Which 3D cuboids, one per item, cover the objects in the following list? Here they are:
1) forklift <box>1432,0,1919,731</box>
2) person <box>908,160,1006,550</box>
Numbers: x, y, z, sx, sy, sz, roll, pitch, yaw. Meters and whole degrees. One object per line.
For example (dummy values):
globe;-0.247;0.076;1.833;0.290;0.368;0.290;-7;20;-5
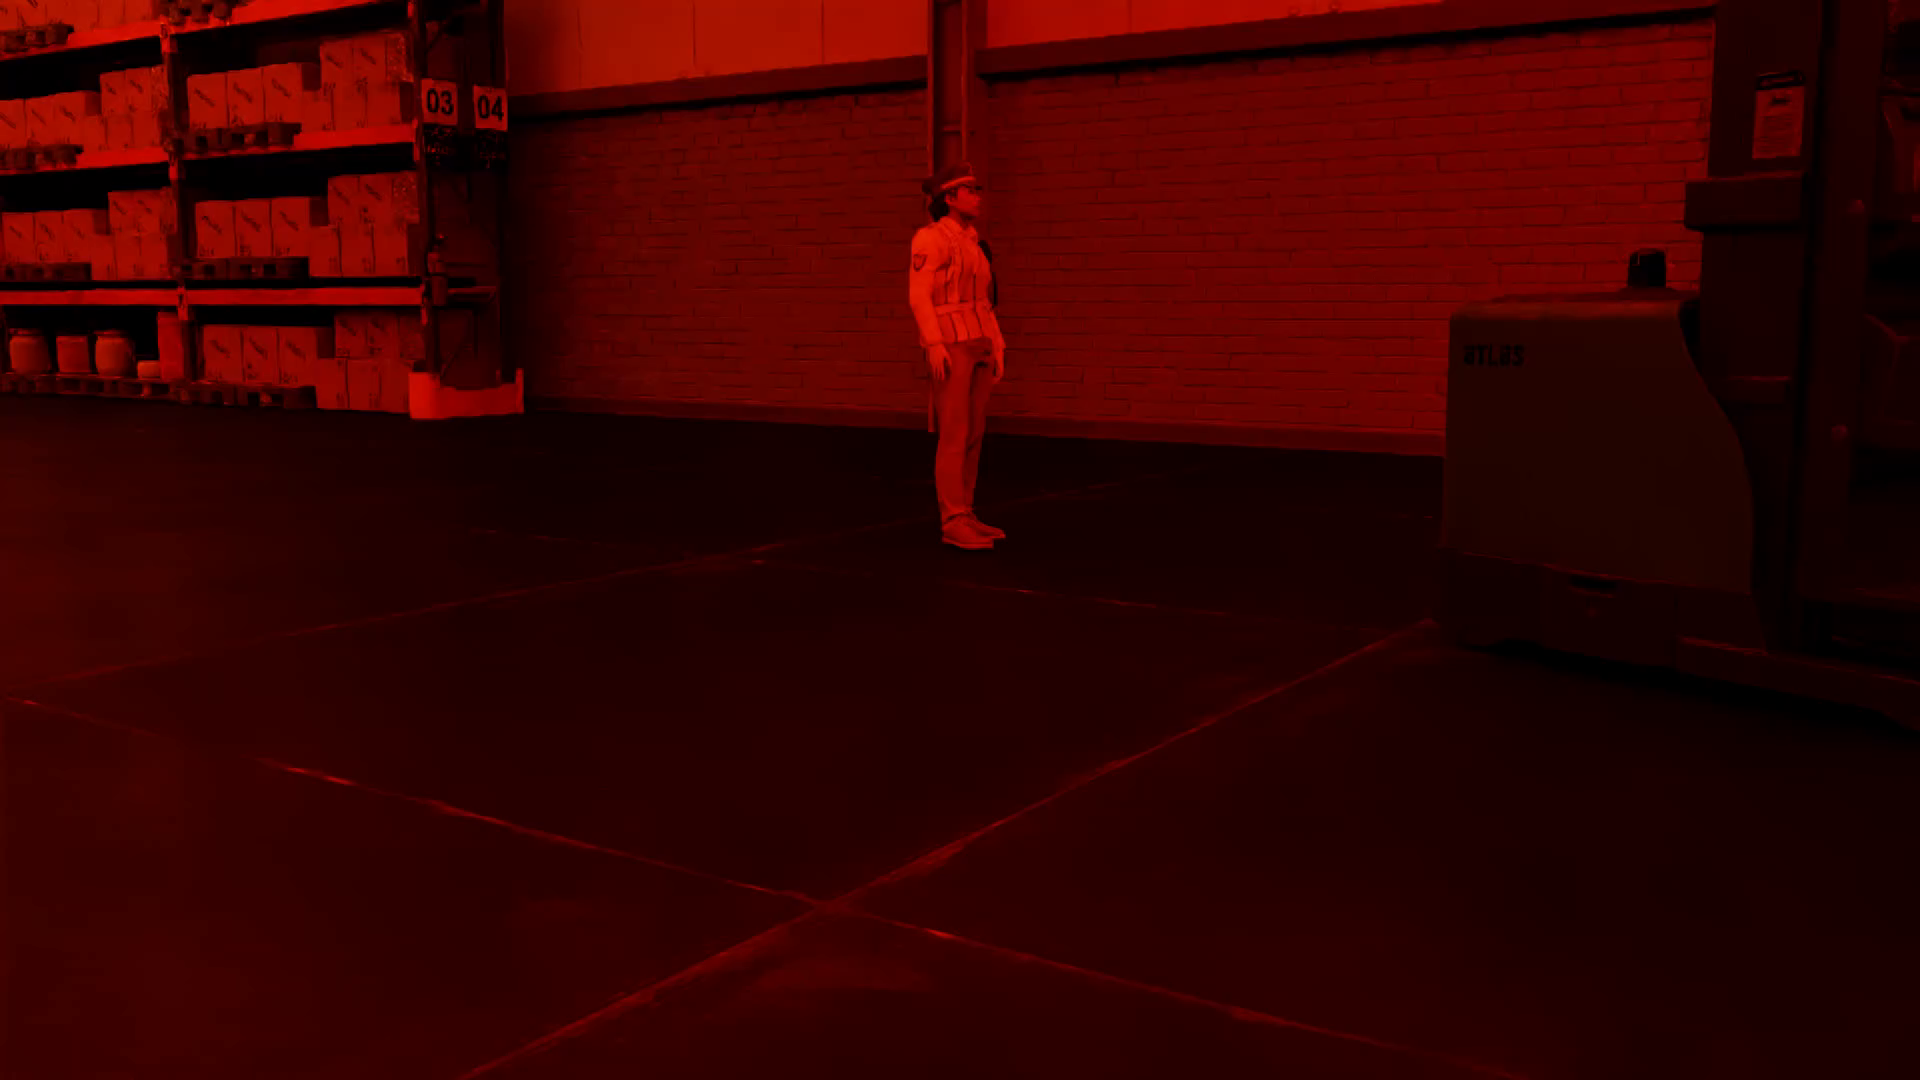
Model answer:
forklift;2.772;-0.994;4.185;1.130;2.935;3.031;-6;10;-36
person;0.052;-0.840;7.440;0.533;1.695;0.586;5;10;34
